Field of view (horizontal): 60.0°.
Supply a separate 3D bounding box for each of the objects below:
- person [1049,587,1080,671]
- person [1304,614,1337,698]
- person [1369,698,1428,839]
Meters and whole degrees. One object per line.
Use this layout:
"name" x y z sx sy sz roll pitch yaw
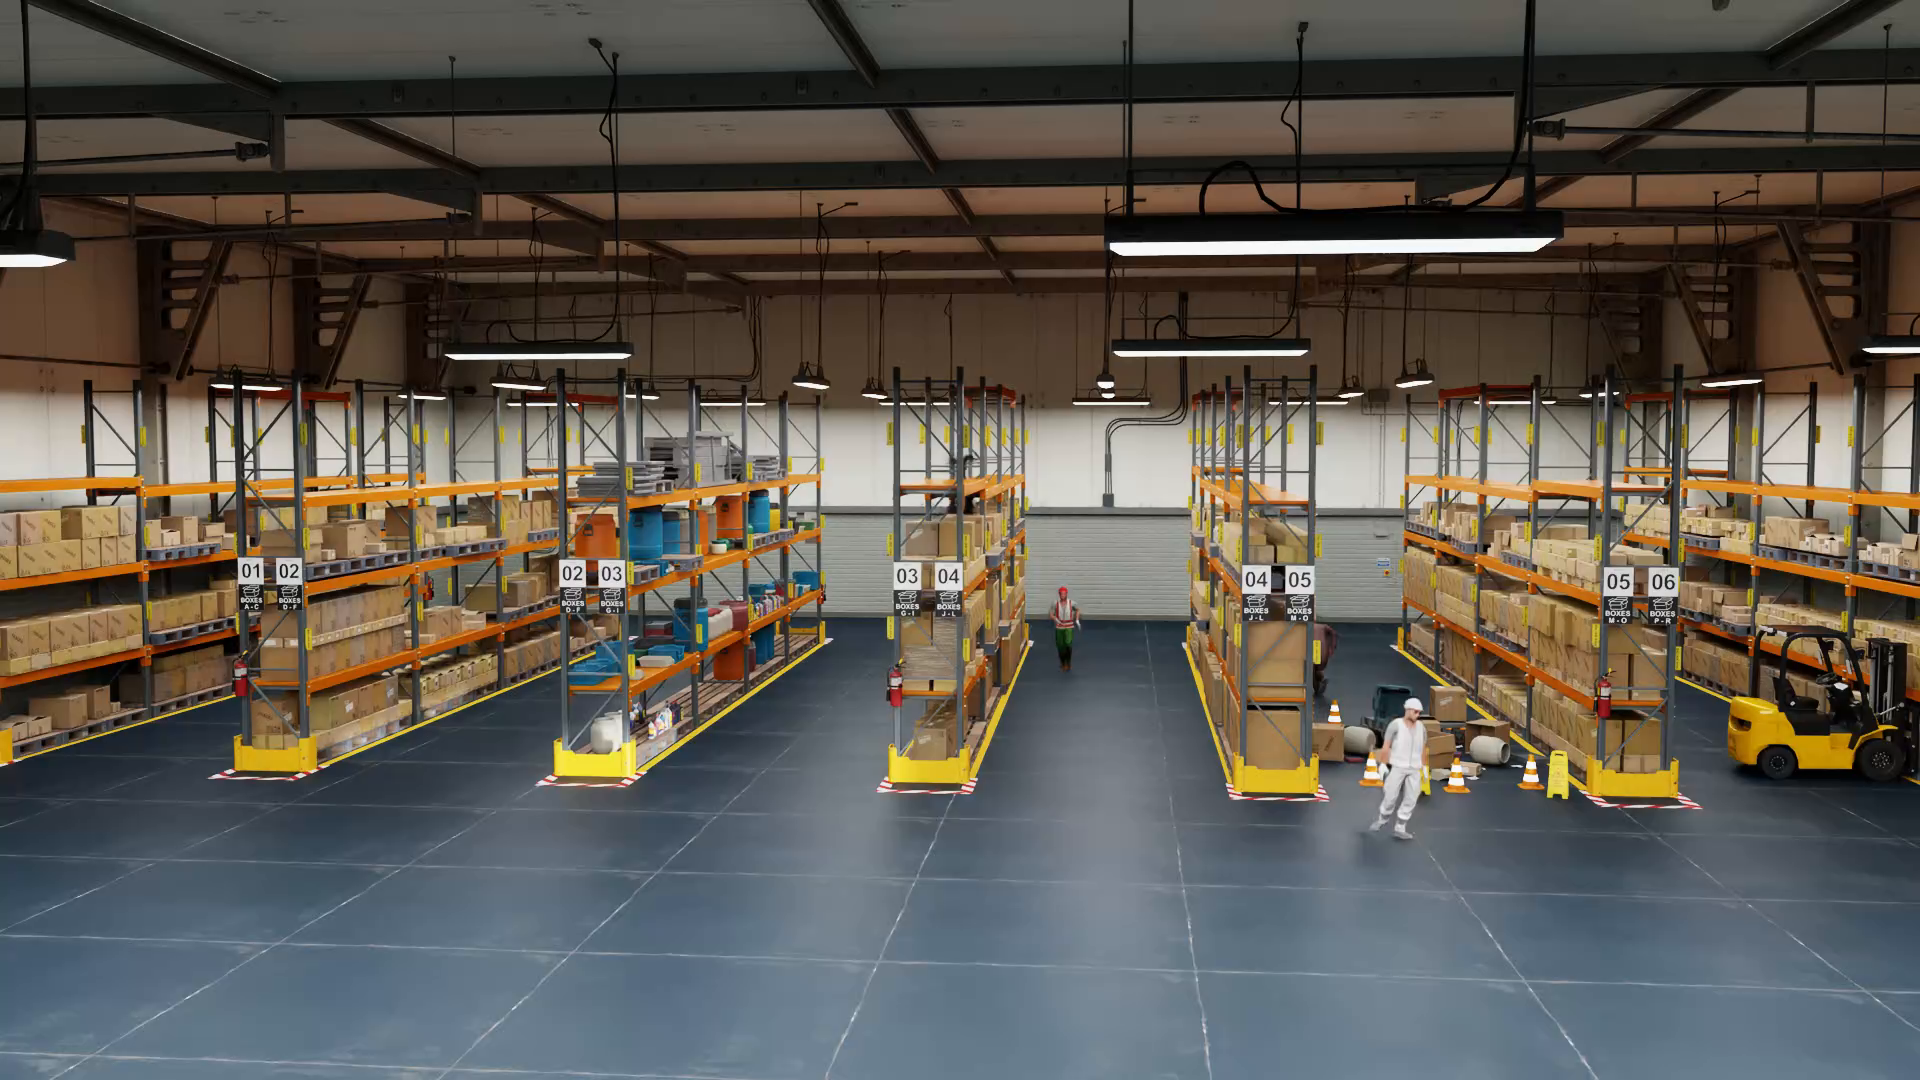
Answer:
"person" 2.178 1.854 34.622 0.650 1.766 0.772 0 4 6
"person" 6.915 2.231 31.981 0.737 1.589 0.891 -1 4 -9
"person" 5.469 2.830 20.677 0.686 1.761 0.506 -1 4 -10
